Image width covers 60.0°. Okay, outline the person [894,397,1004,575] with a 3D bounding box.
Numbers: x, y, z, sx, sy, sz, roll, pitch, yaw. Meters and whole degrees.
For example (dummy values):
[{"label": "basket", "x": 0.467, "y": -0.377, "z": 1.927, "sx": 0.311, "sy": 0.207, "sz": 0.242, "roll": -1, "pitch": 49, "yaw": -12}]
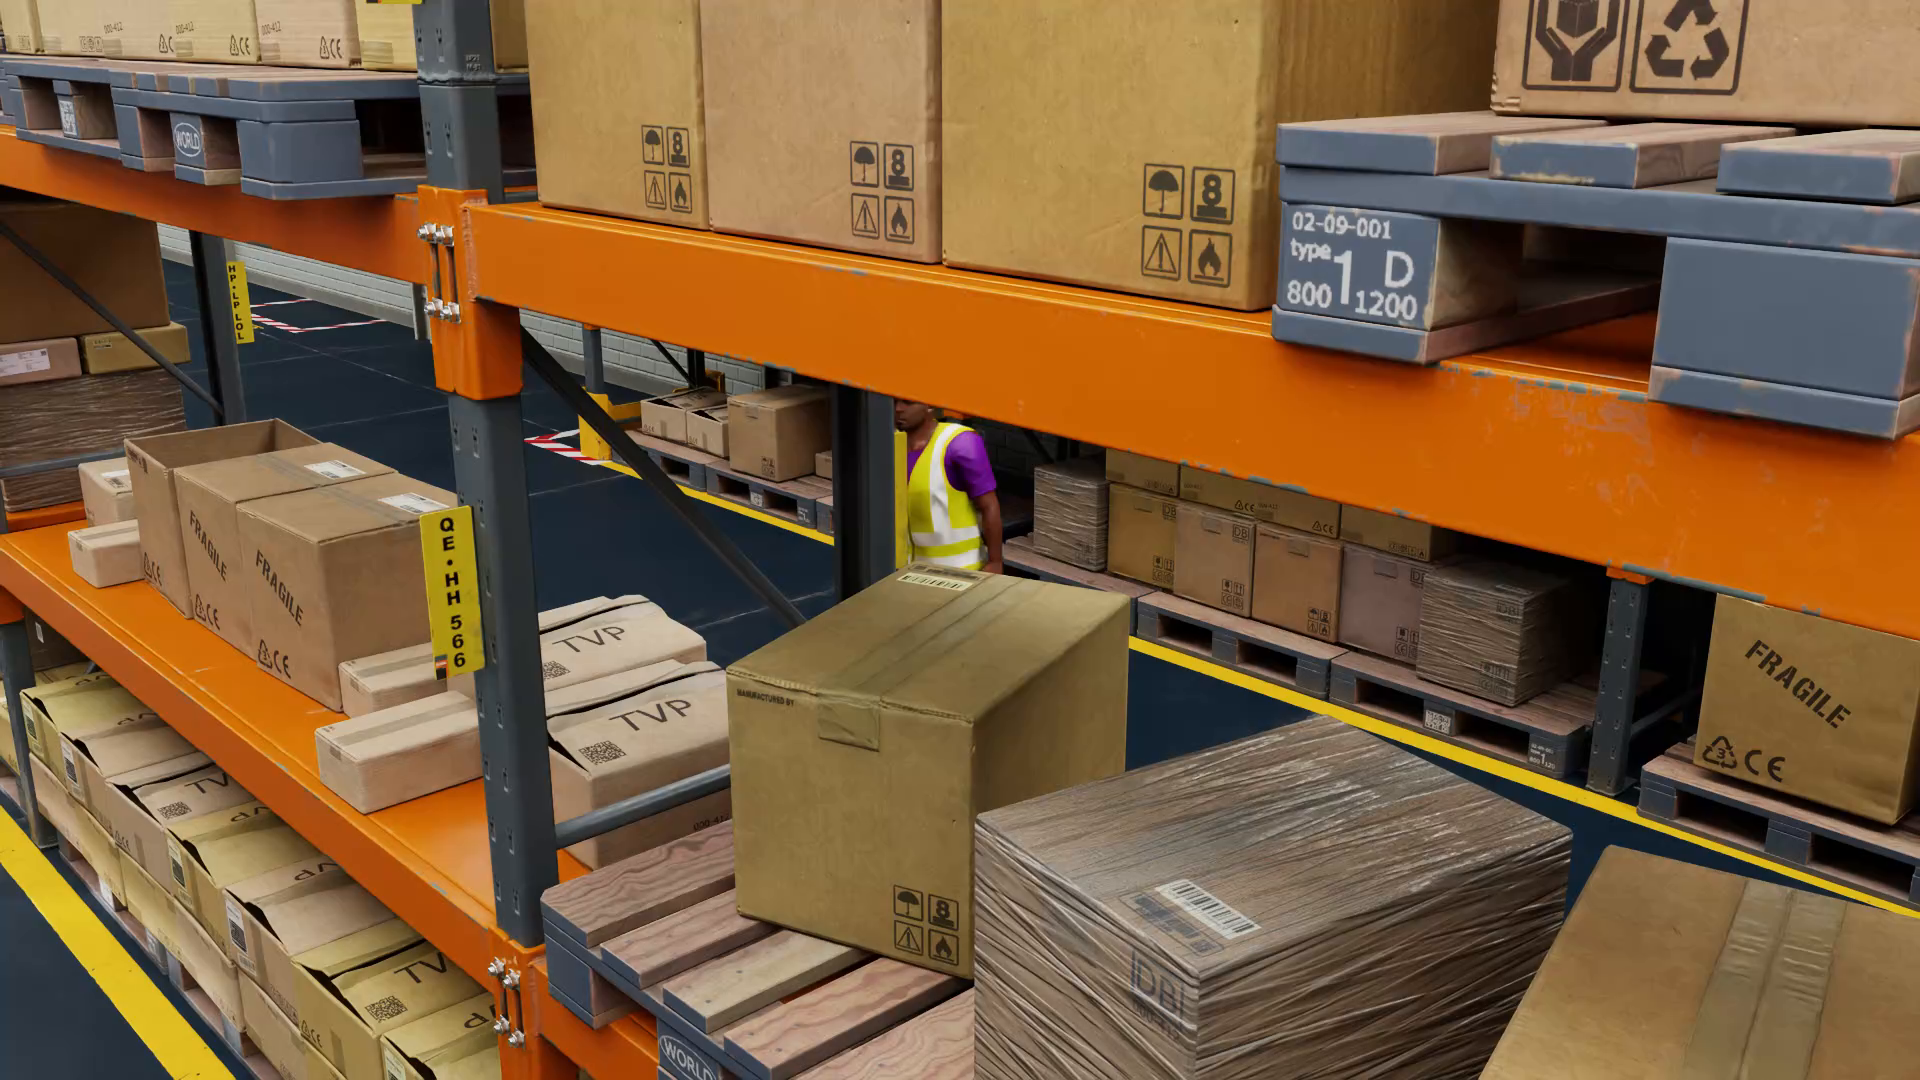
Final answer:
[{"label": "person", "x": -0.126, "y": 0.139, "z": 7.006, "sx": 0.639, "sy": 1.773, "sz": 0.642, "roll": 15, "pitch": 22, "yaw": 39}]
